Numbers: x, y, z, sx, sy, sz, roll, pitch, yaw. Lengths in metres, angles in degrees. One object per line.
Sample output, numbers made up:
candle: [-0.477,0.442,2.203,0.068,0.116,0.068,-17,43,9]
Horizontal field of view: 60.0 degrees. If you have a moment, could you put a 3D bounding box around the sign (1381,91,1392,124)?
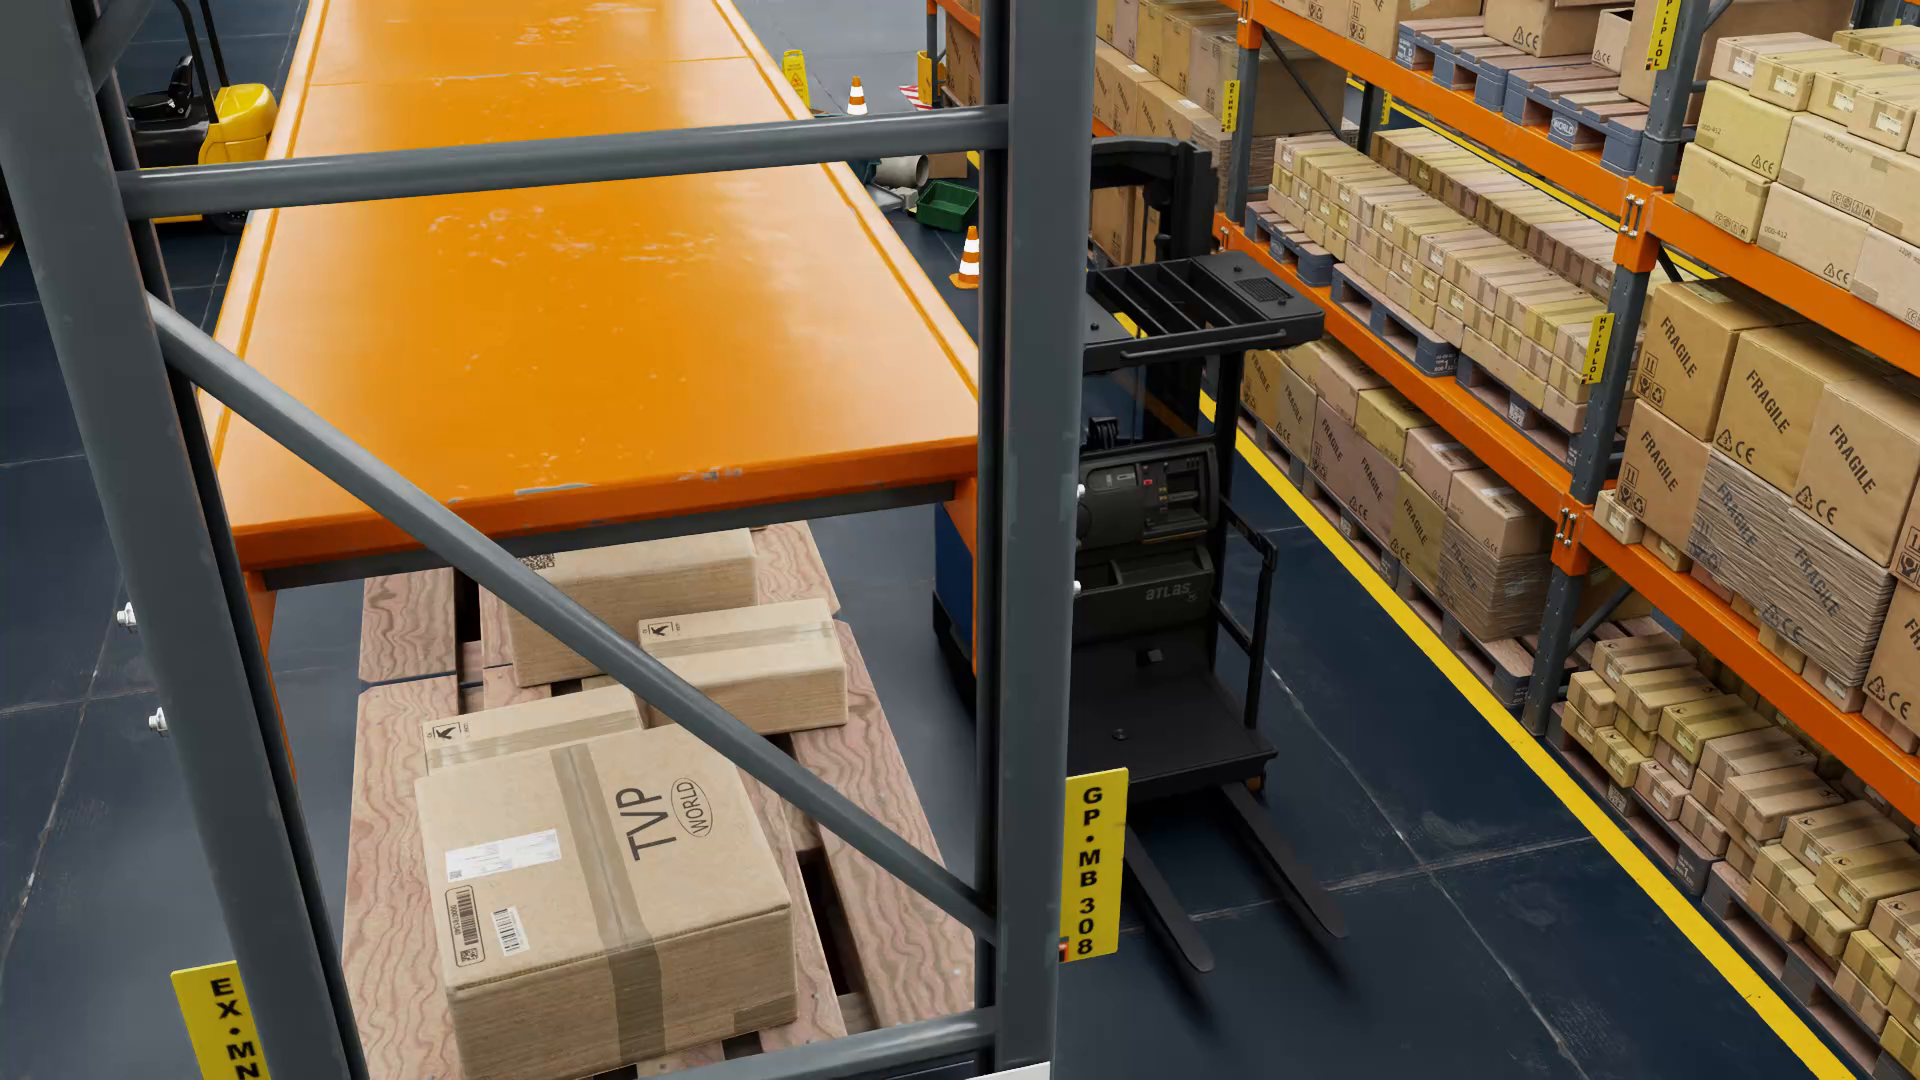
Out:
sign: [2.780,-2.884,10.893,0.100,0.325,0.005,-8,31,-13]

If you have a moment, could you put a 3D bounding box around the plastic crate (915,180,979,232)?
plastic crate: [-0.111,-2.990,14.902,0.450,0.188,0.662,16,32,7]

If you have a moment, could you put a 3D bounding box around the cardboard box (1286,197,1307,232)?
cardboard box: [2.255,-2.041,10.345,0.380,0.149,0.250,-6,31,-11]

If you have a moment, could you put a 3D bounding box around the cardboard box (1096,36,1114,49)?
cardboard box: [1.213,-3.782,13.421,0.500,0.500,0.500,-8,31,-13]

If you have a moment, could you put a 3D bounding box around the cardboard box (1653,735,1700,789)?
cardboard box: [3.362,0.956,7.466,0.380,0.149,0.250,-8,31,-14]

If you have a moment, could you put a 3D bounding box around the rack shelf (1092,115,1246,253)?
rack shelf: [1.729,-2.995,12.880,1.077,0.370,4.000,-8,31,-13]

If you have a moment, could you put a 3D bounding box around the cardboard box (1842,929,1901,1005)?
cardboard box: [3.628,1.604,6.345,0.380,0.149,0.250,-6,31,-11]

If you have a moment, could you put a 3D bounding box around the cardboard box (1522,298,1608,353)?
cardboard box: [2.954,-1.037,8.016,0.380,0.149,0.250,-9,31,-15]

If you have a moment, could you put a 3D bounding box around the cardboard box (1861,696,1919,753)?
cardboard box: [3.593,0.633,6.143,0.380,0.149,0.250,-7,31,-11]

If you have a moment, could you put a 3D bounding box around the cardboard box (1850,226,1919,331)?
cardboard box: [3.451,-0.888,5.677,0.500,0.250,0.500,-7,31,-11]

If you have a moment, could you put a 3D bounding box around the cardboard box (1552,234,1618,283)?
cardboard box: [3.382,-1.493,8.804,0.380,0.149,0.250,-8,31,-14]

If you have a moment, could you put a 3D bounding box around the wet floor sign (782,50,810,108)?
wet floor sign: [-1.780,-4.936,17.865,0.267,0.644,0.232,-13,33,-22]

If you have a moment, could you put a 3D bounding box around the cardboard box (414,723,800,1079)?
cardboard box: [-0.569,0.567,2.644,0.500,0.250,0.500,-11,32,-18]

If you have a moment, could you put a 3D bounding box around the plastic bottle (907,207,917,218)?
plastic bottle: [-0.330,-2.933,14.988,0.283,0.061,0.133,26,39,37]

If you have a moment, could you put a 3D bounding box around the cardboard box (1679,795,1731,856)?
cardboard box: [3.410,1.220,7.306,0.380,0.149,0.250,-8,31,-14]

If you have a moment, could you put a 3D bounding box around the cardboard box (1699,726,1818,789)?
cardboard box: [3.435,0.959,7.162,0.380,0.149,0.250,-9,31,-15]

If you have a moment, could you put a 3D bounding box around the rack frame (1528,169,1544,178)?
rack frame: [6.007,-4.883,15.423,1.000,3.000,0.127,-8,31,-13]

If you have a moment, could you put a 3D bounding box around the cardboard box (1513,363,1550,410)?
cardboard box: [2.955,-0.773,8.153,0.380,0.149,0.250,-8,31,-13]

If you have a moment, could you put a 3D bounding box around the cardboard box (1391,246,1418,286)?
cardboard box: [2.613,-1.531,9.166,0.380,0.149,0.250,-7,31,-11]

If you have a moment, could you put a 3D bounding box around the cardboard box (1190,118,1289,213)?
cardboard box: [1.881,-2.566,11.320,0.500,0.500,0.500,-8,31,-13]

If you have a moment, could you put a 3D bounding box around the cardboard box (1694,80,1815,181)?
cardboard box: [3.218,-1.594,6.397,0.500,0.250,0.500,-7,31,-12]

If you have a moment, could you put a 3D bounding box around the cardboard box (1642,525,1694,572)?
cardboard box: [3.221,-0.005,7.246,0.380,0.149,0.250,-7,31,-12]

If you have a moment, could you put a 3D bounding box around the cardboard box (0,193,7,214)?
cardboard box: [-8.558,-2.910,14.340,0.500,0.250,0.500,-7,31,-12]

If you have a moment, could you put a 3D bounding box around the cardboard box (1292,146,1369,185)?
cardboard box: [2.269,-2.293,10.185,0.380,0.149,0.250,-9,31,-15]

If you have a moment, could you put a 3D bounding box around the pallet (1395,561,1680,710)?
pallet: [3.113,0.422,9.041,1.003,0.211,1.213,-8,31,-13]

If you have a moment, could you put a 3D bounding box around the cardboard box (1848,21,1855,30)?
cardboard box: [6.642,-3.688,12.839,0.700,0.500,0.500,-3,30,-6]

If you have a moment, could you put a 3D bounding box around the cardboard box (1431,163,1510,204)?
cardboard box: [3.040,-2.119,9.885,0.380,0.149,0.250,-7,31,-12]

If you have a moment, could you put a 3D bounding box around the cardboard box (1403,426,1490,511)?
cardboard box: [2.756,-0.409,9.021,0.500,0.250,0.500,-6,31,-11]

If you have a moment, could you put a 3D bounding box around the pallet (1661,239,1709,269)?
pallet: [6.542,-2.710,14.453,1.003,0.211,1.213,-8,31,-13]

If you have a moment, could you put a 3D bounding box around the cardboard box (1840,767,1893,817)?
cardboard box: [4.000,1.015,7.066,0.380,0.149,0.250,-9,31,-16]

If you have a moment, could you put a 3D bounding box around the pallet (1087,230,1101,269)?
pallet: [1.475,-2.703,14.440,1.003,0.211,1.213,-8,31,-13]

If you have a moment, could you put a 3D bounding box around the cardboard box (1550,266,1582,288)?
cardboard box: [3.377,-1.367,8.883,0.380,0.149,0.250,-7,31,-11]

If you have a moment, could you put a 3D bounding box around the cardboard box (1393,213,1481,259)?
cardboard box: [2.609,-1.666,9.104,0.380,0.149,0.250,-8,31,-14]

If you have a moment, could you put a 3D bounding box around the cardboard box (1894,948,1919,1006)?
cardboard box: [3.663,1.603,6.050,0.380,0.149,0.250,-7,31,-11]

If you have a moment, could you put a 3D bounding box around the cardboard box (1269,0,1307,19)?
cardboard box: [2.155,-3.371,9.716,0.500,0.500,0.500,-8,31,-13]

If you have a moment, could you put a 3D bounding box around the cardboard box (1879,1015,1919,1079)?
cardboard box: [3.683,1.867,6.188,0.380,0.149,0.250,-9,31,-15]

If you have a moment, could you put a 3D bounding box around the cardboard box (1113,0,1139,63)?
cardboard box: [1.608,-4.017,12.829,0.700,0.500,0.500,-8,31,-13]

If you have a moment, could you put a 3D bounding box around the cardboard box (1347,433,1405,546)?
cardboard box: [2.614,-0.329,9.631,0.500,0.500,0.500,-9,31,-14]

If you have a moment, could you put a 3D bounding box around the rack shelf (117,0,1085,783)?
rack shelf: [-0.893,-0.848,3.580,1.077,0.370,4.000,-8,31,-13]

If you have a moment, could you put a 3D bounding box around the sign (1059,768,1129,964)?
sign: [0.174,0.449,2.266,0.100,0.325,0.005,-8,31,-13]

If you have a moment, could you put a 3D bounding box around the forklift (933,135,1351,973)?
forklift: [0.799,-0.136,7.289,1.130,2.935,3.031,-9,31,-16]

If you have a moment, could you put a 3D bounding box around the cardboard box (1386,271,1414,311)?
cardboard box: [2.605,-1.405,9.245,0.380,0.149,0.250,-9,31,-15]

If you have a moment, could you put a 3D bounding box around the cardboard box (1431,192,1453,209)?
cardboard box: [3.041,-1.988,9.956,0.380,0.149,0.250,-8,31,-13]

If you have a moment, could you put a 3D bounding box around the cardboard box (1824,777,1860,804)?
cardboard box: [3.942,1.135,7.155,0.380,0.149,0.250,-7,31,-12]

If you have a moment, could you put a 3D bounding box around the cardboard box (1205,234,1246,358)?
cardboard box: [2.185,-1.855,12.018,1.050,0.750,0.750,-8,31,-14]

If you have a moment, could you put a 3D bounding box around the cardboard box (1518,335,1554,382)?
cardboard box: [2.954,-0.903,8.082,0.380,0.149,0.250,-8,31,-13]

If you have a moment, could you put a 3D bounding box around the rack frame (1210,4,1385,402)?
rack frame: [2.260,-2.341,11.030,1.000,3.000,0.127,-8,31,-13]

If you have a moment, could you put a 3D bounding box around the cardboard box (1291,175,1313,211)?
cardboard box: [2.268,-2.151,10.238,0.380,0.149,0.250,-6,31,-11]

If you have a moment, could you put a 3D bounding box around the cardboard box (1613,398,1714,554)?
cardboard box: [3.210,-0.308,7.122,0.500,0.500,0.500,-8,31,-14]

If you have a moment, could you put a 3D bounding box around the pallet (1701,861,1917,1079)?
pallet: [3.861,1.708,6.819,1.003,0.211,1.213,-8,31,-13]
